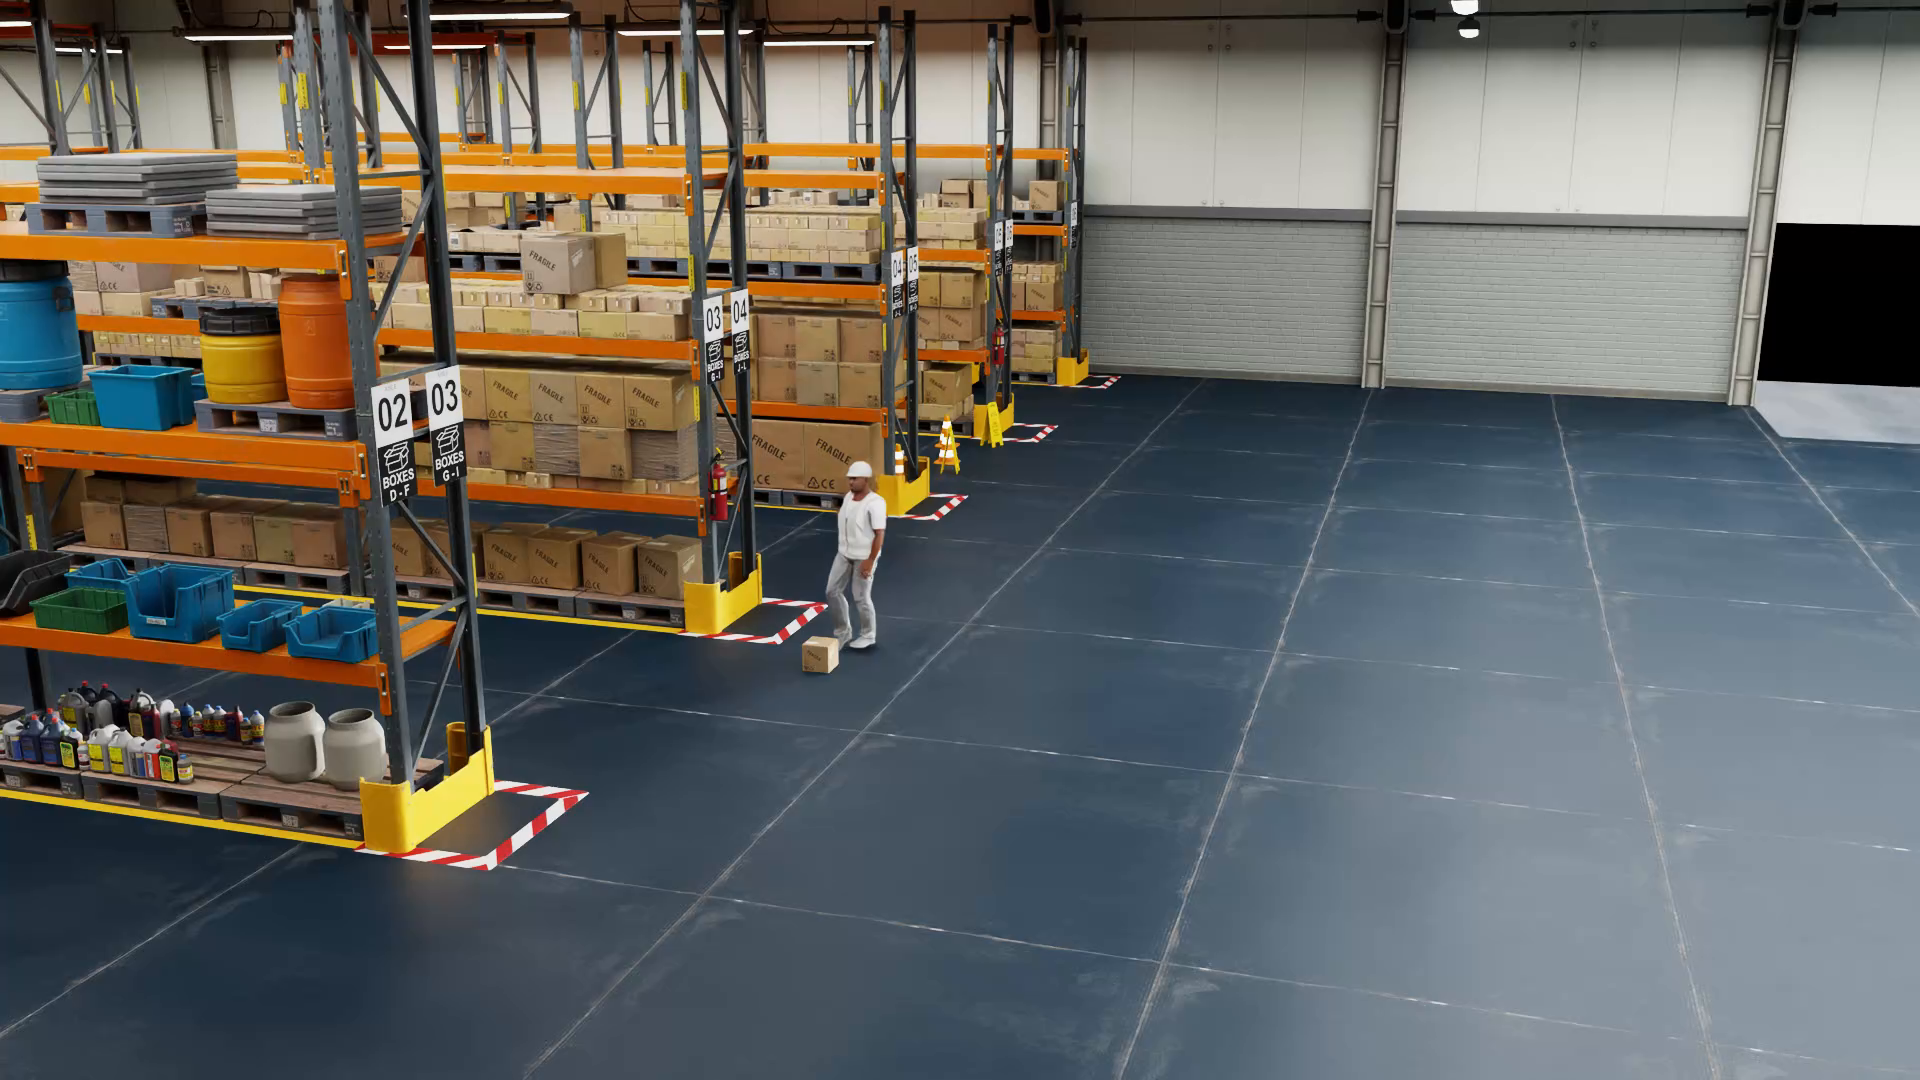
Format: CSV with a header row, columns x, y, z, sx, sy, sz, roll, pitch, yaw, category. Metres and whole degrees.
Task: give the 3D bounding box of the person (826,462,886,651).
x,y,z,sx,sy,sz,roll,pitch,yaw,category
-0.964,0.182,15.334,0.627,1.814,0.495,14,20,42,person
